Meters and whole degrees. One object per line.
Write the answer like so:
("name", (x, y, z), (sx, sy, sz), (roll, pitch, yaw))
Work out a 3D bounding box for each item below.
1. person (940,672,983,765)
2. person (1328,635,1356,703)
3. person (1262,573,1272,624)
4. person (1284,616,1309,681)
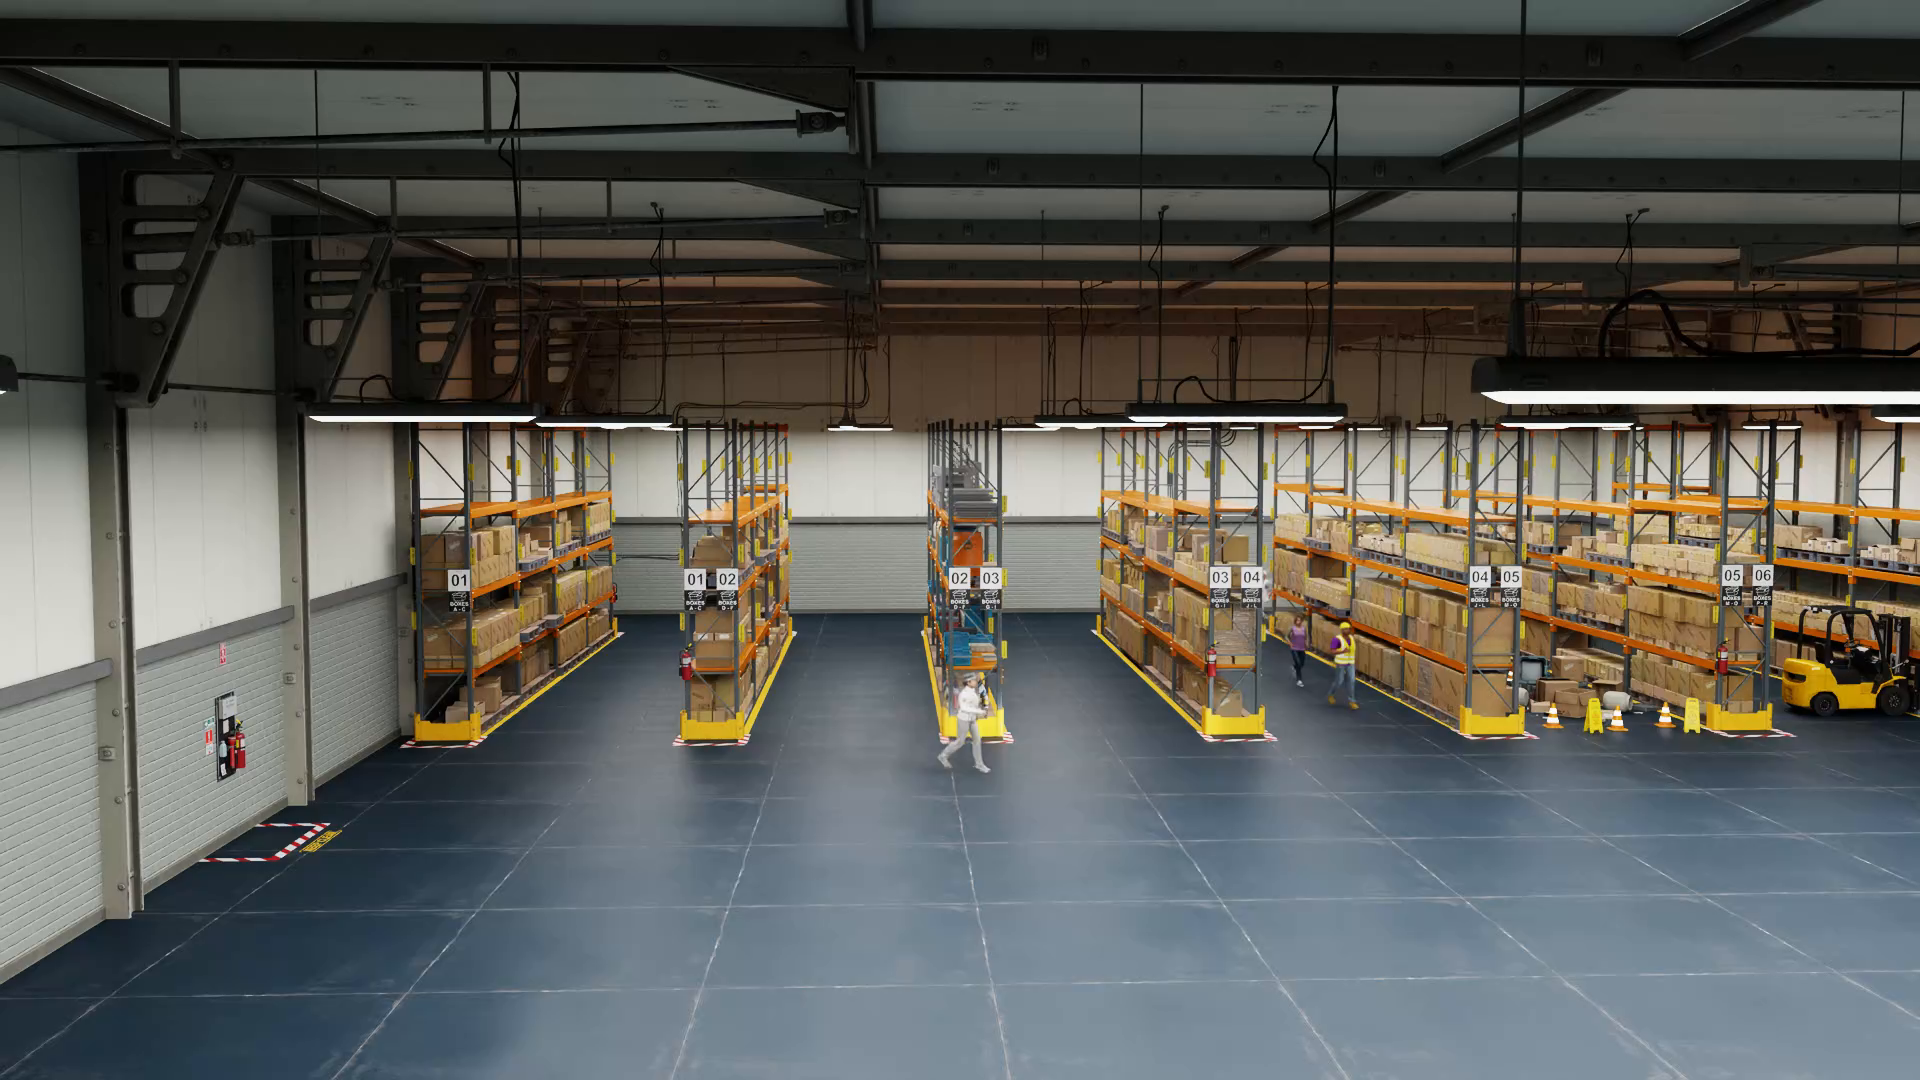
("person", (0.036, 3.022, 28.166), (0.733, 1.600, 0.372), (1, 4, 20))
("person", (7.973, 2.674, 34.713), (0.689, 1.415, 0.764), (-1, 4, -21))
("person", (8.858, 1.772, 48.824), (0.562, 1.685, 0.711), (-3, 4, -35))
("person", (7.697, 2.473, 38.013), (0.541, 1.490, 0.628), (0, 4, -7))
